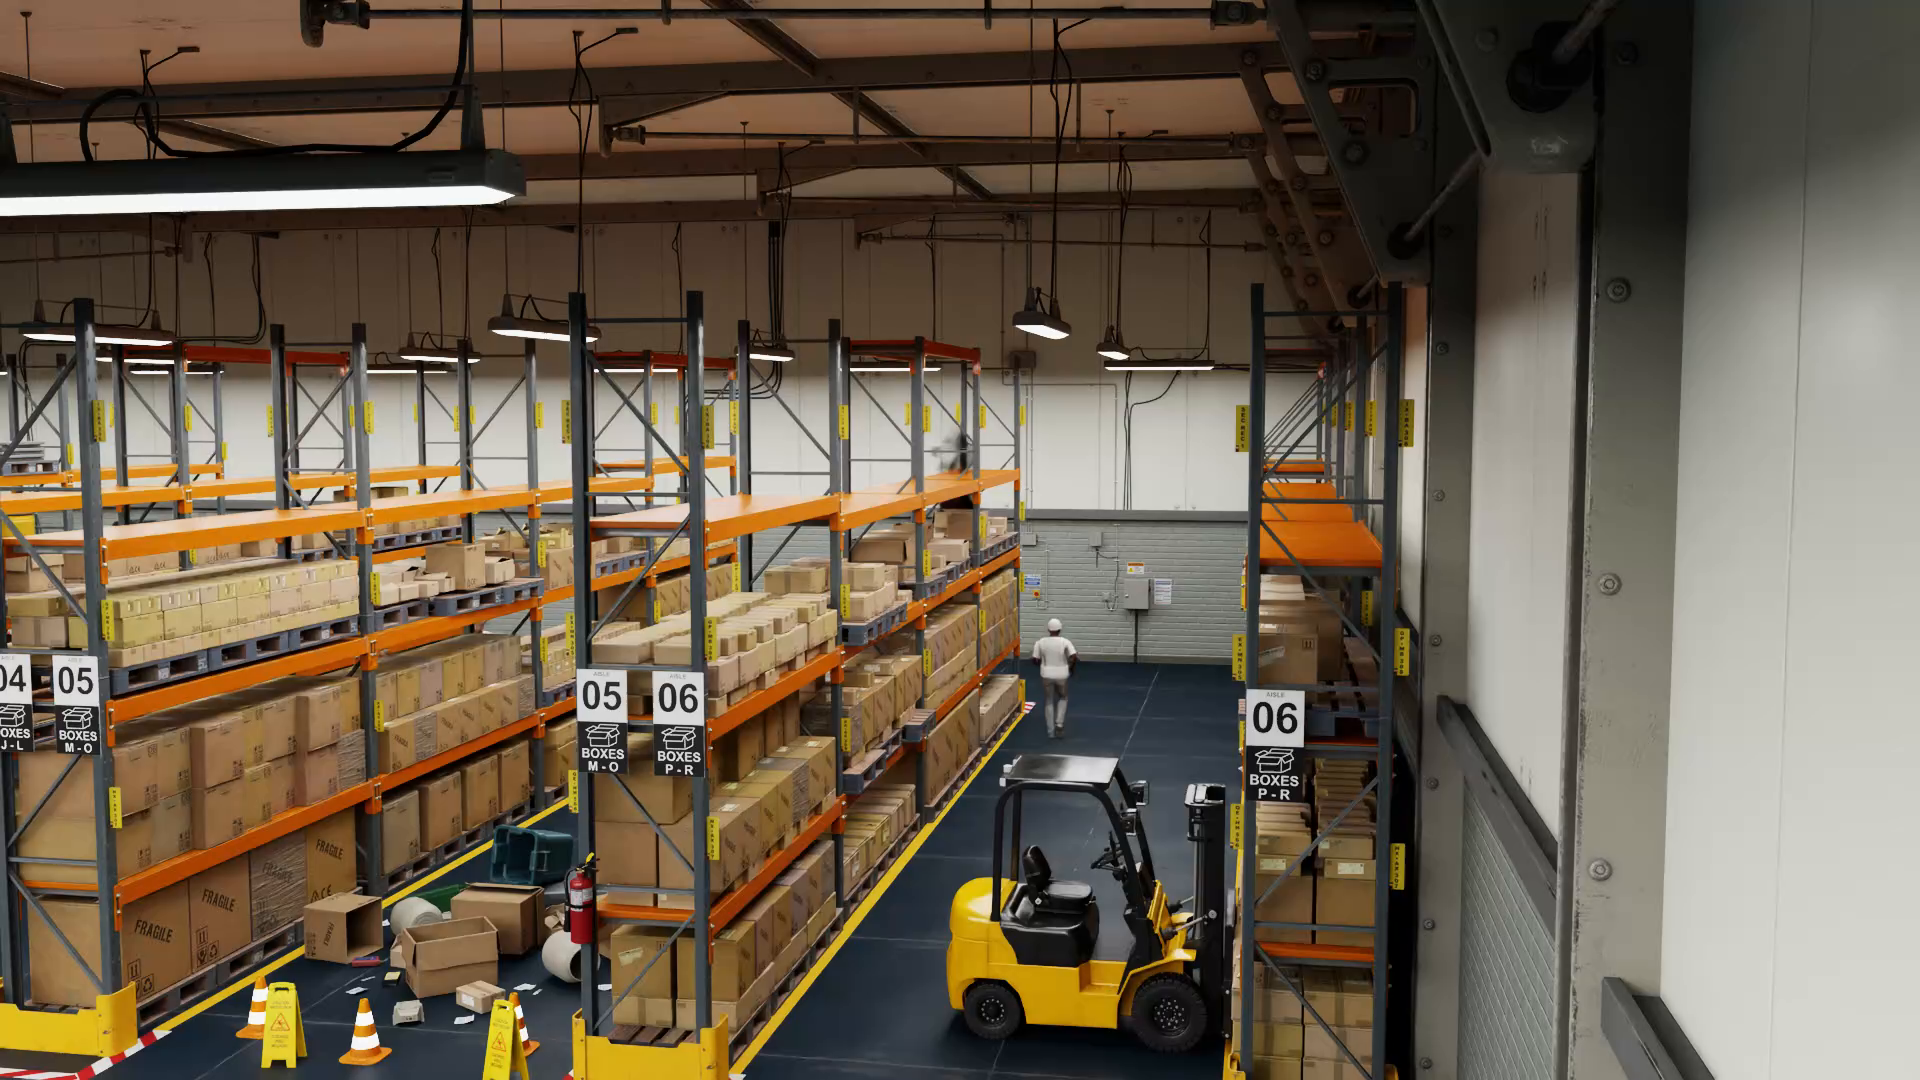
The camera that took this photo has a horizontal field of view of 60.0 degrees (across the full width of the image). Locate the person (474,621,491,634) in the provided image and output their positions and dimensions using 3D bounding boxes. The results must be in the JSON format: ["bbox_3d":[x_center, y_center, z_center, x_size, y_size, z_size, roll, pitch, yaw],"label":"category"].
[{"bbox_3d":[-7.931,2.109,27.441,0.676,1.743,0.627,0,5,1],"label":"person"}]

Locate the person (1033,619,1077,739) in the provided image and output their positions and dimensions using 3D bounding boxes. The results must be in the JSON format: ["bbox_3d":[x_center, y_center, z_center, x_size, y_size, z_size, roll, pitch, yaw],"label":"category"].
[{"bbox_3d":[1.424,2.050,24.626,0.684,1.805,0.618,1,5,10],"label":"person"}]

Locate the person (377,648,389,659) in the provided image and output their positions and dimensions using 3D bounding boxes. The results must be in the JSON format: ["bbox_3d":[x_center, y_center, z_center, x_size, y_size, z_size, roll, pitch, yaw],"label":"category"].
[{"bbox_3d":[-8.369,2.410,24.210,0.548,1.652,0.681,1,5,7],"label":"person"}]
